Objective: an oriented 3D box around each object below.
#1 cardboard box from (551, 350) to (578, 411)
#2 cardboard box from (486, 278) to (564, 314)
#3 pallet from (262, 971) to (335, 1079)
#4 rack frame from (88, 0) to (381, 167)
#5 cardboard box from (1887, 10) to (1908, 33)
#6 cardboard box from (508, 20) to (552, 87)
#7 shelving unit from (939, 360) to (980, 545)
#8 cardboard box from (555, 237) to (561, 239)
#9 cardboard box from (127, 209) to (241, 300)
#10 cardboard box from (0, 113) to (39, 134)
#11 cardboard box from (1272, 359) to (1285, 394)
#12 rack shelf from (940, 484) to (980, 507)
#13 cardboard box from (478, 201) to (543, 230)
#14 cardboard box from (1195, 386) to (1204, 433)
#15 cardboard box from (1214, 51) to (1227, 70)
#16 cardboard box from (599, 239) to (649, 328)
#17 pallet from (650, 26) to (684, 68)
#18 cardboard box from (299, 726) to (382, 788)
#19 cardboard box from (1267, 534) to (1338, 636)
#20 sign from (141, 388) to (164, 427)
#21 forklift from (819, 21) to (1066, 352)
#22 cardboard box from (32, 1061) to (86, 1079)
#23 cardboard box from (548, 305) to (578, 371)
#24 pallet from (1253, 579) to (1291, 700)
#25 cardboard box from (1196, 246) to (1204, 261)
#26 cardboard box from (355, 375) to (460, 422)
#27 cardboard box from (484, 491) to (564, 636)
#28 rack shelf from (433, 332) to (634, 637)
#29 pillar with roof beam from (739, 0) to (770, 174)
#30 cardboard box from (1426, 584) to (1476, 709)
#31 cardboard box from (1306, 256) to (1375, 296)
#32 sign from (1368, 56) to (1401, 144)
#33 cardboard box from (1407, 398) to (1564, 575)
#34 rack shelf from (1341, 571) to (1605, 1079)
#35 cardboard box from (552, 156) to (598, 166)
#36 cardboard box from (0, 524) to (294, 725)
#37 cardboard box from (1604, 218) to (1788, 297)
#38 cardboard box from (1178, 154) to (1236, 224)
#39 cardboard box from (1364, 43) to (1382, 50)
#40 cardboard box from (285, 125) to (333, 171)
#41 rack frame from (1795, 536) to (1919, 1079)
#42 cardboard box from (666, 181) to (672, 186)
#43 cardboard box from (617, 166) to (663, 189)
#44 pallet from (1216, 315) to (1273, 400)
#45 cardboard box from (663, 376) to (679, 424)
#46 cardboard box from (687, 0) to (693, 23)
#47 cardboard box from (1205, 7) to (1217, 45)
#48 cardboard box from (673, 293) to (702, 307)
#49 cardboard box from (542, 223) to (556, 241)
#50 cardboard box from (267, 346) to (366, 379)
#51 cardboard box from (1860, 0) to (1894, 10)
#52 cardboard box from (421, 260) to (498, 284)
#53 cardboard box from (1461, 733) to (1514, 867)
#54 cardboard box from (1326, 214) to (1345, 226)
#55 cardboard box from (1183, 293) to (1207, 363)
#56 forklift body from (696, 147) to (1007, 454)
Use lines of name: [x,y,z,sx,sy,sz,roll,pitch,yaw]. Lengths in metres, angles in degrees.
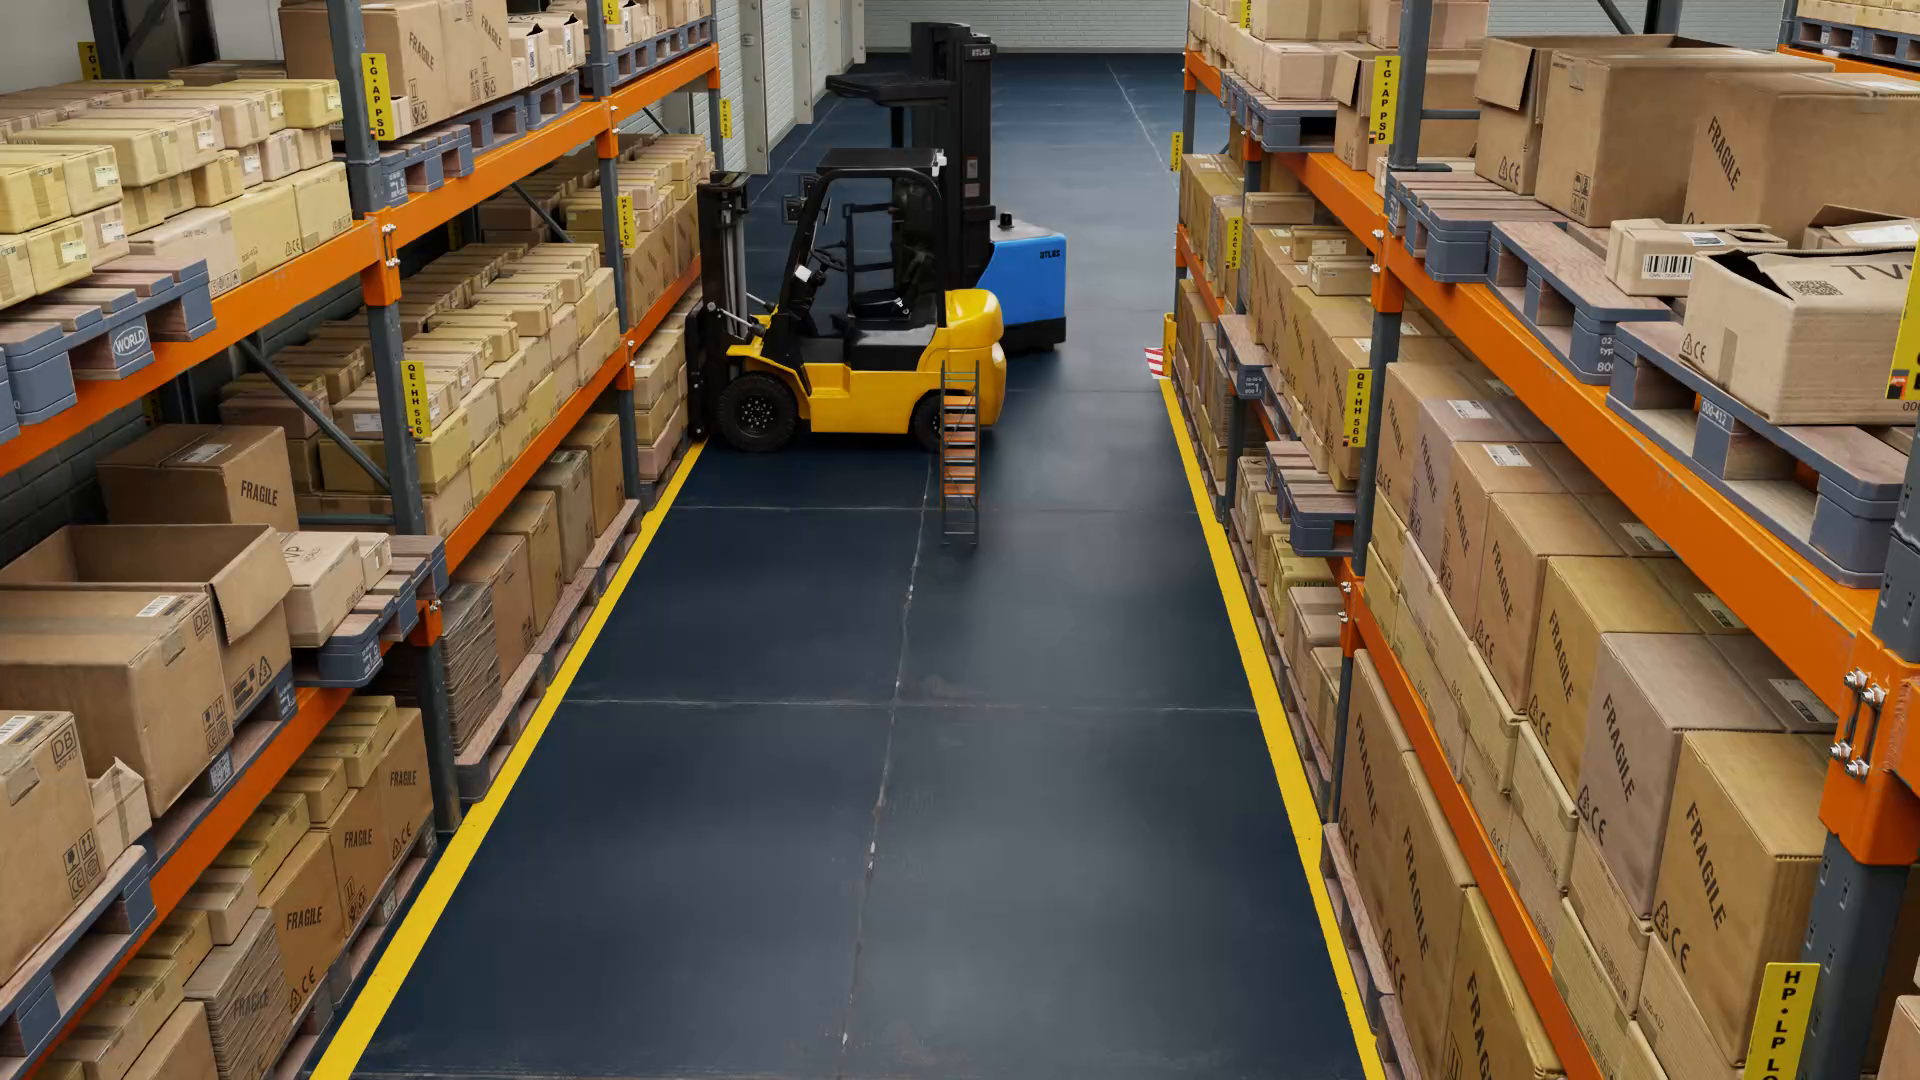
cardboard box: [-2.486,-0.912,9.441,0.500,0.250,0.500,1,21,2]
cardboard box: [-2.461,-1.380,9.403,0.380,0.149,0.250,0,21,0]
pallet: [-2.899,1.927,5.770,1.003,0.211,1.213,1,21,2]
rack frame: [-2.799,-2.879,6.009,1.000,3.000,0.127,1,21,2]
cardboard box: [6.981,-3.758,12.051,0.380,0.149,0.250,1,21,2]
cardboard box: [-2.479,-2.586,8.804,0.500,0.311,0.500,0,21,0]
shelving unit: [0.000,-0.565,10.825,0.258,1.200,0.189,1,21,2]
cardboard box: [-2.915,-1.921,11.694,0.500,0.500,0.500,1,21,2]
cardboard box: [-2.601,-0.860,5.159,0.500,0.250,0.500,1,21,2]
cardboard box: [-3.108,-1.236,5.167,0.380,0.149,0.250,1,21,1]
cardboard box: [1.884,-0.887,8.934,0.380,0.149,0.250,1,21,4]
rack shelf: [0.000,-0.299,10.928,0.258,0.103,0.180,1,21,2]
cardboard box: [-2.969,-2.135,10.938,0.380,0.149,0.250,1,21,2]
cardboard box: [2.060,-0.982,12.634,0.500,0.250,0.500,1,21,2]
cardboard box: [2.069,-3.523,12.164,0.380,0.149,0.250,0,21,0]
cardboard box: [-2.403,-1.733,11.210,0.500,0.500,0.500,0,21,0]
pallet: [-2.637,-3.634,12.224,1.003,0.211,1.213,1,21,2]
cardboard box: [-2.538,0.865,6.630,0.380,0.149,0.250,0,21,-1]
cardboard box: [2.233,0.255,9.277,0.950,0.372,0.625,1,21,3]
sign: [-3.354,-0.627,6.897,0.100,0.325,0.005,1,21,2]
forklift: [-0.544,-3.066,14.878,3.031,2.935,1.130,-11,24,-27]
cardboard box: [-2.721,1.611,4.708,0.380,0.149,0.250,0,21,1]
cardboard box: [-2.466,-1.140,9.338,0.500,0.250,0.500,1,21,3]
pallet: [2.228,0.549,9.323,1.003,0.211,1.213,1,21,2]
cardboard box: [2.078,-2.312,13.189,0.380,0.149,0.250,1,21,3]
cardboard box: [-2.488,-0.640,7.496,0.380,0.149,0.250,1,21,3]
cardboard box: [-2.734,0.124,9.265,0.875,0.625,0.625,0,21,-1]
rack shelf: [-2.738,-0.470,9.088,1.077,0.370,4.000,1,21,2]
pillar with roof beam: [1.191,-9.821,23.901,9.100,9.000,0.400,1,21,2]
cardboard box: [1.856,0.355,5.483,0.500,0.250,0.500,1,21,1]
cardboard box: [1.931,-1.307,8.224,0.380,0.149,0.250,0,21,-1]
sign: [1.621,-1.675,6.338,0.100,0.325,0.005,1,21,2]
cardboard box: [1.898,-0.187,5.843,0.500,0.500,0.500,1,21,2]
rack shelf: [2.102,1.030,5.223,1.077,0.370,4.000,1,21,2]
cardboard box: [-2.927,-2.875,12.845,0.380,0.149,0.250,0,21,0]
cardboard box: [-2.663,0.266,5.473,0.797,0.503,0.637,0,21,0]
cardboard box: [1.949,-0.753,4.419,0.380,0.166,0.250,2,21,6]
cardboard box: [2.115,-2.939,13.906,0.500,0.500,0.500,0,21,1]
cardboard box: [2.375,-2.419,8.598,0.500,0.250,0.500,1,21,2]
cardboard box: [-2.569,-1.466,6.169,0.380,0.149,0.250,1,21,3]
rack frame: [2.041,1.417,3.229,1.000,3.000,0.127,1,21,2]
cardboard box: [-2.398,-2.642,12.656,0.380,0.149,0.250,0,21,1]
cardboard box: [-2.421,-2.685,12.356,0.380,0.149,0.250,1,21,2]
pallet: [2.116,-1.111,10.011,1.003,0.211,1.213,1,21,2]
cardboard box: [-2.340,-1.029,12.064,0.500,0.250,0.500,1,21,1]
cardboard box: [-2.285,-4.158,12.920,0.396,0.266,0.258,1,21,2]
cardboard box: [2.109,-3.841,12.430,0.500,0.250,0.500,1,21,3]
cardboard box: [-2.273,-1.818,13.405,0.500,0.250,0.500,1,21,2]
cardboard box: [-2.951,-2.088,11.227,0.380,0.149,0.250,0,21,0]
cardboard box: [-3.088,-0.829,7.985,0.380,0.149,0.250,0,21,1]
cardboard box: [7.057,-4.075,12.316,0.500,0.250,0.500,0,21,1]
cardboard box: [-2.971,-1.566,9.883,0.380,0.149,0.250,1,21,1]
cardboard box: [1.865,0.769,5.107,0.500,0.250,0.500,1,21,2]
cardboard box: [2.500,-1.687,10.099,0.500,0.500,0.500,0,21,1]
cardboard box: [2.094,-1.699,13.444,0.500,0.500,0.500,0,21,0]
forklift body: [-0.790,-1.873,12.884,2.313,2.155,1.214,1,21,2]
